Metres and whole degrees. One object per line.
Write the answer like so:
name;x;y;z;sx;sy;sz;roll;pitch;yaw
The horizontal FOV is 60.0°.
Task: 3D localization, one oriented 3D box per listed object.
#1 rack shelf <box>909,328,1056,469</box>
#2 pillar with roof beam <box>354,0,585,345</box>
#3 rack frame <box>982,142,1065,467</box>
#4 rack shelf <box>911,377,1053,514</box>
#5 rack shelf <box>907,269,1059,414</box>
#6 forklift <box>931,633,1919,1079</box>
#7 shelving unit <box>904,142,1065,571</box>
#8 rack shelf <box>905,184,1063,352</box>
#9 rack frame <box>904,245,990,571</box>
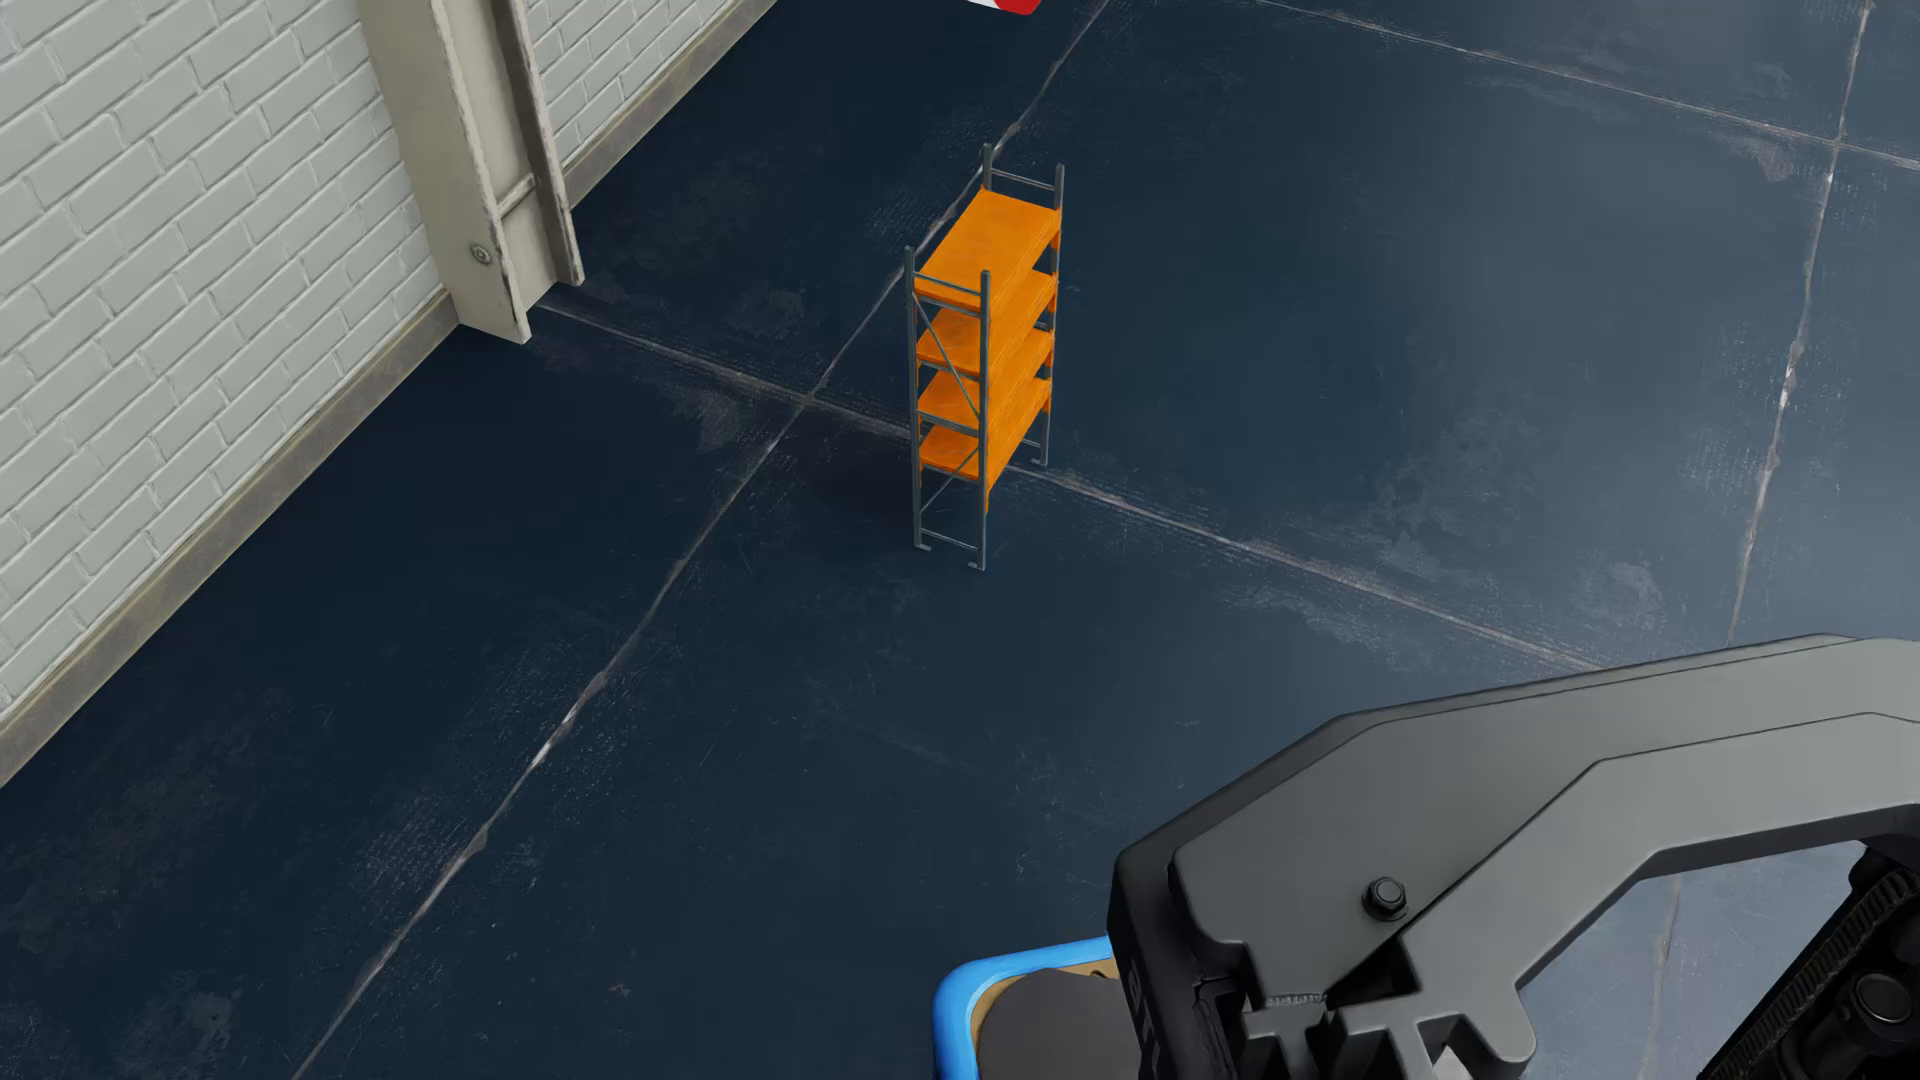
rack shelf;0.071;-0.459;4.941;0.258;0.148;0.480;20;52;16
pillar with roof beam;2.307;-2.386;1.371;9.100;9.000;0.400;20;52;16
rack frame;0.175;-0.671;5.033;0.240;1.200;0.015;20;52;16
rack shelf;0.071;-0.331;5.092;0.258;0.148;0.480;20;52;16
rack shelf;0.071;-0.604;4.771;0.258;0.148;0.480;20;52;16
forklift;0.723;1.591;1.972;1.130;2.935;3.031;-9;50;-7
shelving unit;0.071;-0.503;4.890;0.258;1.200;0.503;20;52;16
rack shelf;0.071;-0.757;4.591;0.258;0.148;0.480;20;52;16
rack frame;-0.034;-0.335;4.747;0.240;1.200;0.015;20;52;16
